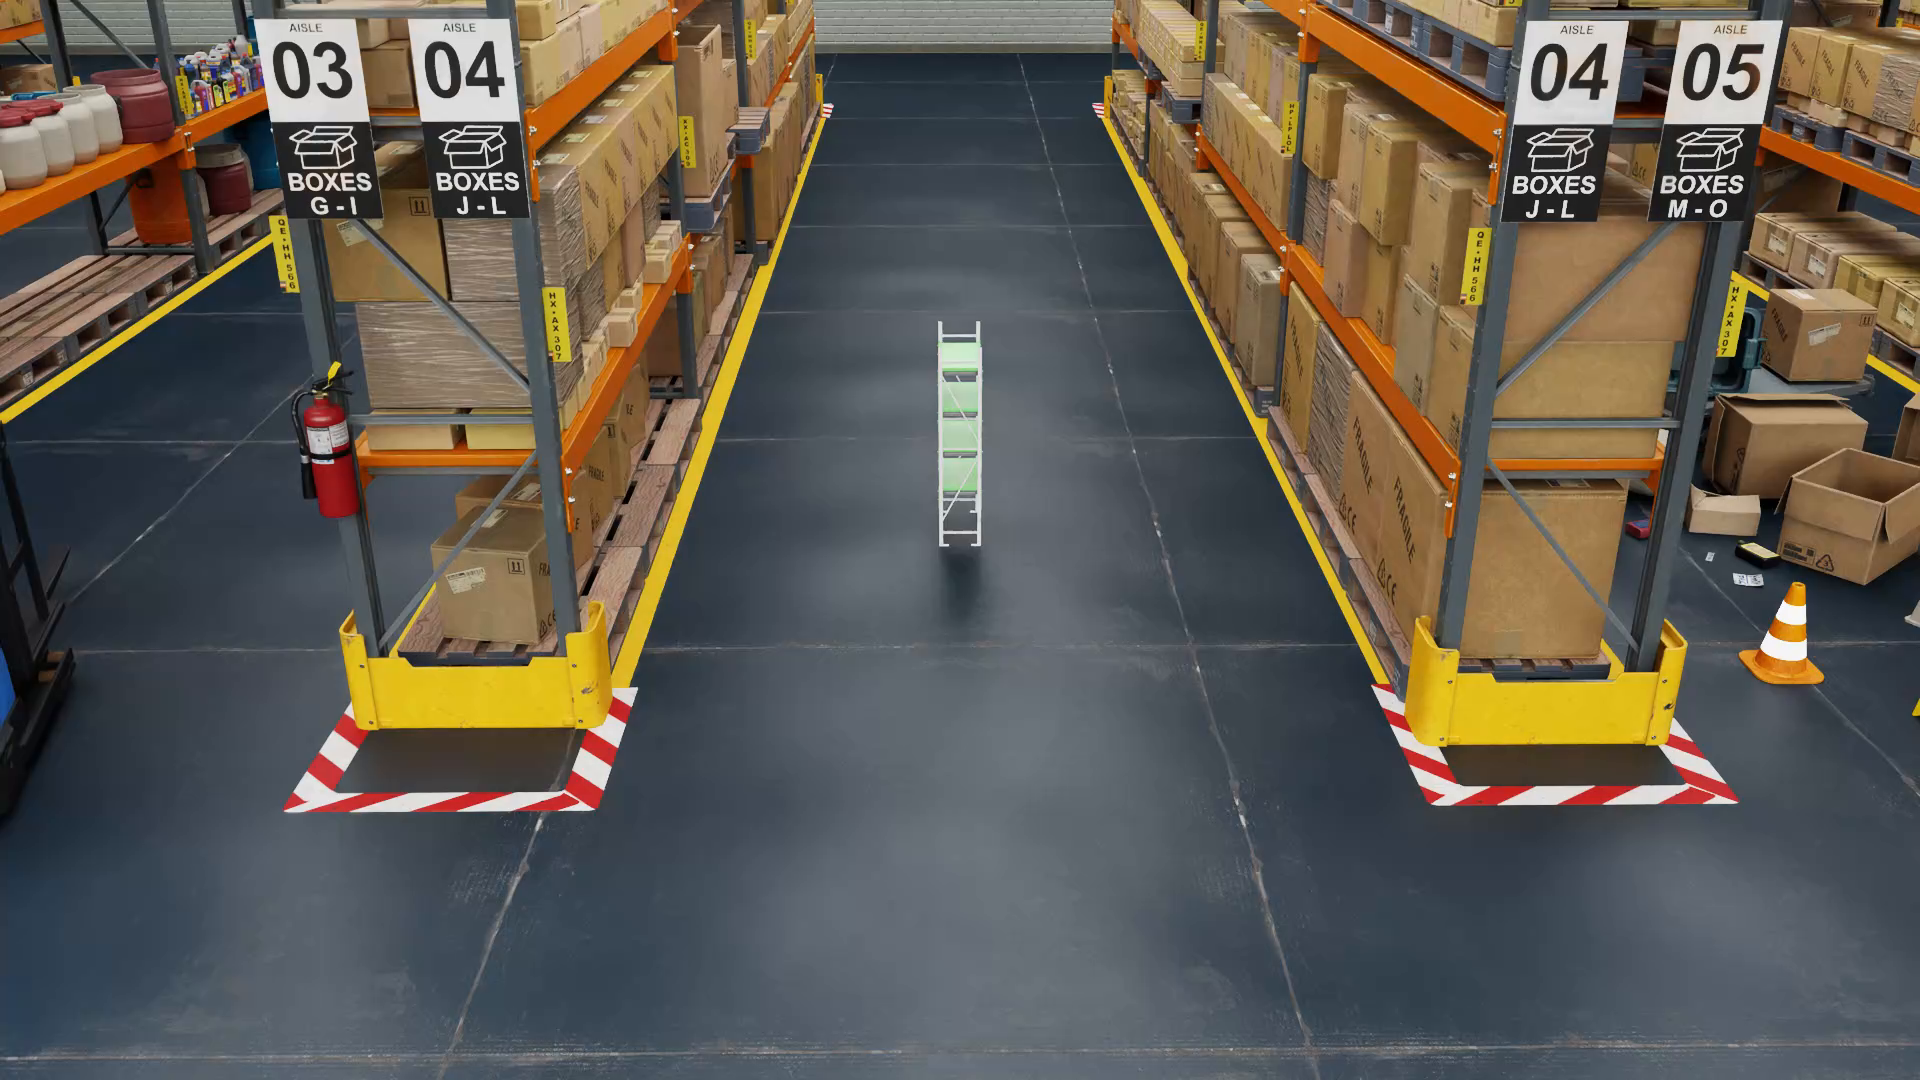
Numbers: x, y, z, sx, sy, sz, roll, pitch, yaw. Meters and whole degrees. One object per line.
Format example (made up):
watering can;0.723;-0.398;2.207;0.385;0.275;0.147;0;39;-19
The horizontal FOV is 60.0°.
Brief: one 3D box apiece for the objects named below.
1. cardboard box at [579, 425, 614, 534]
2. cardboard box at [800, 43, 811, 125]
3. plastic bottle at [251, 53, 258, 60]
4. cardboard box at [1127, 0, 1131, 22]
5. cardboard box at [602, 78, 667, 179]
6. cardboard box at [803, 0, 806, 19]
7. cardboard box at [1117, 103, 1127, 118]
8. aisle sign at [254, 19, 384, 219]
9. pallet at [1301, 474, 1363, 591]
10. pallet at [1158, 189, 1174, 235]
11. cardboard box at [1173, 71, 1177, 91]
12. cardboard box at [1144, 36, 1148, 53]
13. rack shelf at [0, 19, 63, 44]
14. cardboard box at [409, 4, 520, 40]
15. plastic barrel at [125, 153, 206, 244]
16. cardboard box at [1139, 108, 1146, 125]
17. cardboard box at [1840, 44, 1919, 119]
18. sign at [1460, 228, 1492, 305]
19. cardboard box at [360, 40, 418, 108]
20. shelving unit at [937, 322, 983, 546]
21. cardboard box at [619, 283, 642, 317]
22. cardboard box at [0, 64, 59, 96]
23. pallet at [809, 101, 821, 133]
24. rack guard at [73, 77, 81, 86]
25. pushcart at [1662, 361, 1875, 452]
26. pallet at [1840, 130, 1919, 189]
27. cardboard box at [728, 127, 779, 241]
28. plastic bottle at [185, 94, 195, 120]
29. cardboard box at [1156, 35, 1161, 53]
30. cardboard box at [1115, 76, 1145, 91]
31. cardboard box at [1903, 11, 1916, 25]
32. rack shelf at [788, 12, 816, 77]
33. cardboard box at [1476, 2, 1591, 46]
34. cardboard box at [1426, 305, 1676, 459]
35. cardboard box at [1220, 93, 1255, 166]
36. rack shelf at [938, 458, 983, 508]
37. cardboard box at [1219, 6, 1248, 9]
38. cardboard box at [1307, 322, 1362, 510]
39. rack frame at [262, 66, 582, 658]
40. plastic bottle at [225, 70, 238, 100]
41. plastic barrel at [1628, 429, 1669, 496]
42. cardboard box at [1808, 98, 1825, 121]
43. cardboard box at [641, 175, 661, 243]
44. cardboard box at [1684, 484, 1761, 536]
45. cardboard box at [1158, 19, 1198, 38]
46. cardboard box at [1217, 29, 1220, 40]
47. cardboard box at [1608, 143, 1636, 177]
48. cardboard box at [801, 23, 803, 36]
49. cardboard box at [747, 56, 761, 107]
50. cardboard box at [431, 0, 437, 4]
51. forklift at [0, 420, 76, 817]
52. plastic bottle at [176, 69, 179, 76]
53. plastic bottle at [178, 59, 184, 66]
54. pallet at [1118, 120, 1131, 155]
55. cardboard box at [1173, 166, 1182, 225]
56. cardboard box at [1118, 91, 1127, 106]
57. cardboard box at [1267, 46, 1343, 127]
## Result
cardboard box;-2.282;-0.334;9.372;0.500;0.500;0.500;2;24;4
cardboard box;-2.341;-5.698;20.776;0.875;0.875;0.875;0;24;-1
plastic bottle;-7.133;-4.801;16.880;0.097;0.271;0.097;0;24;0
cardboard box;2.287;-6.456;19.902;0.500;0.500;0.500;-1;24;-2
cardboard box;-2.020;-2.414;9.753;0.500;0.500;0.500;0;24;-1
cardboard box;-2.157;-6.563;20.441;0.500;0.250;0.500;-1;24;-2
cardboard box;2.196;-5.453;21.116;0.380;0.149;0.250;0;24;0
aisle sign;-2.563;-1.677;6.664;0.394;0.787;0.004;0;24;-1
pallet;2.600;-0.060;9.627;1.003;0.211;1.213;0;24;-1
pallet;2.592;-3.350;16.900;1.003;0.211;1.213;0;24;-1
cardboard box;2.144;-4.177;15.141;0.380;0.149;0.250;0;24;-1
cardboard box;2.118;-5.140;17.271;0.380;0.149;0.250;0;24;0
rack shelf;-12.322;-5.918;20.068;1.077;0.370;4.000;0;24;-1
cardboard box;-2.035;-2.114;6.843;0.380;0.149;0.250;0;24;-1
plastic barrel;-7.326;-3.198;15.305;0.600;0.830;0.708;0;24;-1
cardboard box;2.260;-4.859;19.082;0.380;0.149;0.250;0;24;0
cardboard box;7.357;-3.613;13.107;0.500;0.500;0.500;0;24;0
sign;2.154;-1.139;6.936;0.100;0.325;0.005;0;24;-1
cardboard box;-2.523;-2.016;7.109;0.500;0.250;0.500;0;24;1
shelving unit;-0.002;-0.615;9.654;0.258;1.200;0.503;0;24;-1
cardboard box;-2.009;-1.348;9.395;0.380;0.149;0.250;0;24;-1
cardboard box;-12.092;-5.908;21.673;0.500;0.500;0.500;0;24;-1
pallet;-2.351;-5.513;21.683;1.003;0.211;1.213;0;24;-1
rack guard;-12.343;-5.899;22.187;1.175;0.500;0.348;0;24;-1
pushcart;5.323;-0.987;11.474;1.648;0.377;0.936;-9;26;-19
pallet;7.621;-2.958;12.883;1.003;0.211;1.213;0;24;-1
cardboard box;-2.338;-3.324;15.528;1.225;0.875;0.875;-1;24;-3
plastic bottle;-6.985;-3.917;14.922;0.152;0.276;0.135;0;24;-1
cardboard box;2.130;-4.849;16.265;0.380;0.149;0.250;-1;24;-2
cardboard box;2.186;-5.822;21.211;0.380;0.149;0.250;0;24;-1
cardboard box;12.192;-6.613;21.036;0.380;0.149;0.250;0;24;1
rack shelf;-2.416;-5.961;20.163;1.077;0.370;4.000;0;24;-1
cardboard box;2.355;-2.125;6.842;0.380;0.149;0.250;0;24;-1
cardboard box;2.648;-0.721;7.523;0.875;0.550;0.550;0;24;-1
cardboard box;2.358;-3.239;13.150;0.500;0.500;0.500;0;24;-1
rack shelf;-0.002;-0.338;9.779;0.258;0.148;0.480;0;24;-1
cardboard box;2.770;-5.411;17.148;0.380;0.149;0.250;-1;24;-2
cardboard box;2.604;-0.741;9.817;0.875;0.875;0.875;0;24;0
rack frame;-2.264;-0.520;7.259;1.000;3.000;0.127;0;24;-1
plastic bottle;-6.969;-4.344;15.871;0.097;0.271;0.097;0;24;0
plastic barrel;4.200;-0.514;10.373;0.512;0.421;0.421;19;30;35
cardboard box;7.302;-3.573;13.806;0.380;0.149;0.250;-2;24;-4
cardboard box;-2.364;-2.163;10.411;0.875;0.500;0.500;0;24;-1
cardboard box;4.514;-0.203;9.876;0.396;0.266;0.258;4;25;9
cardboard box;2.132;-4.985;16.205;0.380;0.149;0.250;0;24;1
cardboard box;2.781;-5.064;16.741;0.380;0.149;0.250;-1;24;-3
cardboard box;7.602;-4.477;18.078;0.875;0.875;0.875;0;24;1
cardboard box;-2.084;-6.116;19.937;0.380;0.149;0.250;-1;24;-2
cardboard box;-2.084;-4.063;14.973;0.500;0.500;0.500;0;24;1
cardboard box;-2.603;-2.436;7.555;0.380;0.149;0.250;0;24;0
forklift;-4.834;-0.471;7.234;1.130;2.935;3.031;-6;25;-14
plastic bottle;-7.605;-4.453;16.098;0.061;0.283;0.133;0;24;-1
plastic bottle;-7.736;-4.626;16.494;0.097;0.271;0.097;0;24;0
pallet;2.507;-4.955;20.450;1.003;0.211;1.213;0;24;-1
cardboard box;2.339;-3.333;16.004;0.500;0.500;0.500;1;24;2
cardboard box;2.204;-5.584;21.047;0.380;0.149;0.250;0;24;1
cardboard box;2.629;-3.274;12.015;0.700;0.500;0.500;0;24;0
